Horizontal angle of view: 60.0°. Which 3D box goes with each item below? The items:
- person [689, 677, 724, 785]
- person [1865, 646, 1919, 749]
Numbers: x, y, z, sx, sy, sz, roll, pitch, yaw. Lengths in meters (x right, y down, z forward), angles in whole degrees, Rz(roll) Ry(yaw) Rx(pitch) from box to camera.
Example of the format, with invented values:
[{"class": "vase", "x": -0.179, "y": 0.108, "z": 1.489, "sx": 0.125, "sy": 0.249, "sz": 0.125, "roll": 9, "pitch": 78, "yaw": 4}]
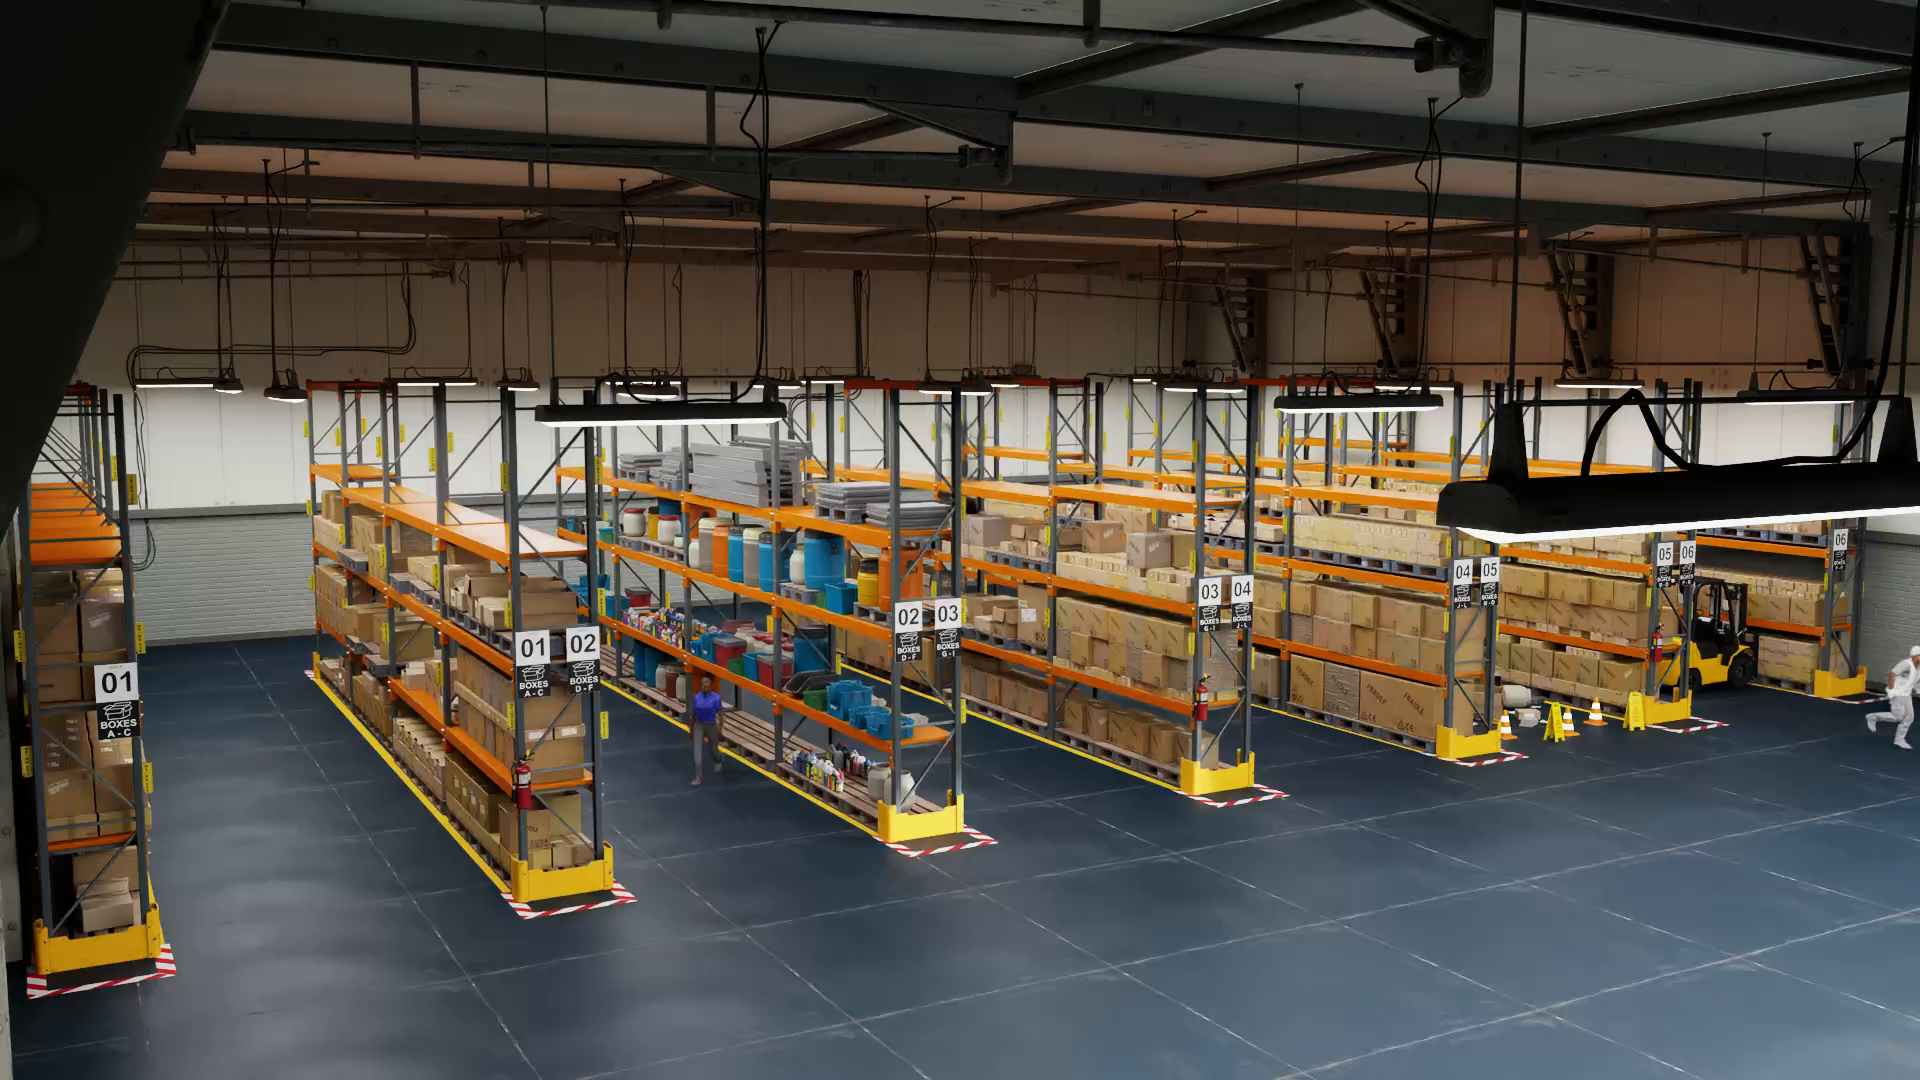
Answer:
[{"class": "person", "x": -3.830, "y": 2.841, "z": 25.119, "sx": 0.539, "sy": 1.605, "sz": 0.772, "roll": 1, "pitch": 6, "yaw": 7}, {"class": "person", "x": 15.549, "y": 2.571, "z": 27.602, "sx": 0.681, "sy": 1.716, "sz": 0.888, "roll": -6, "pitch": 8, "yaw": -44}]
